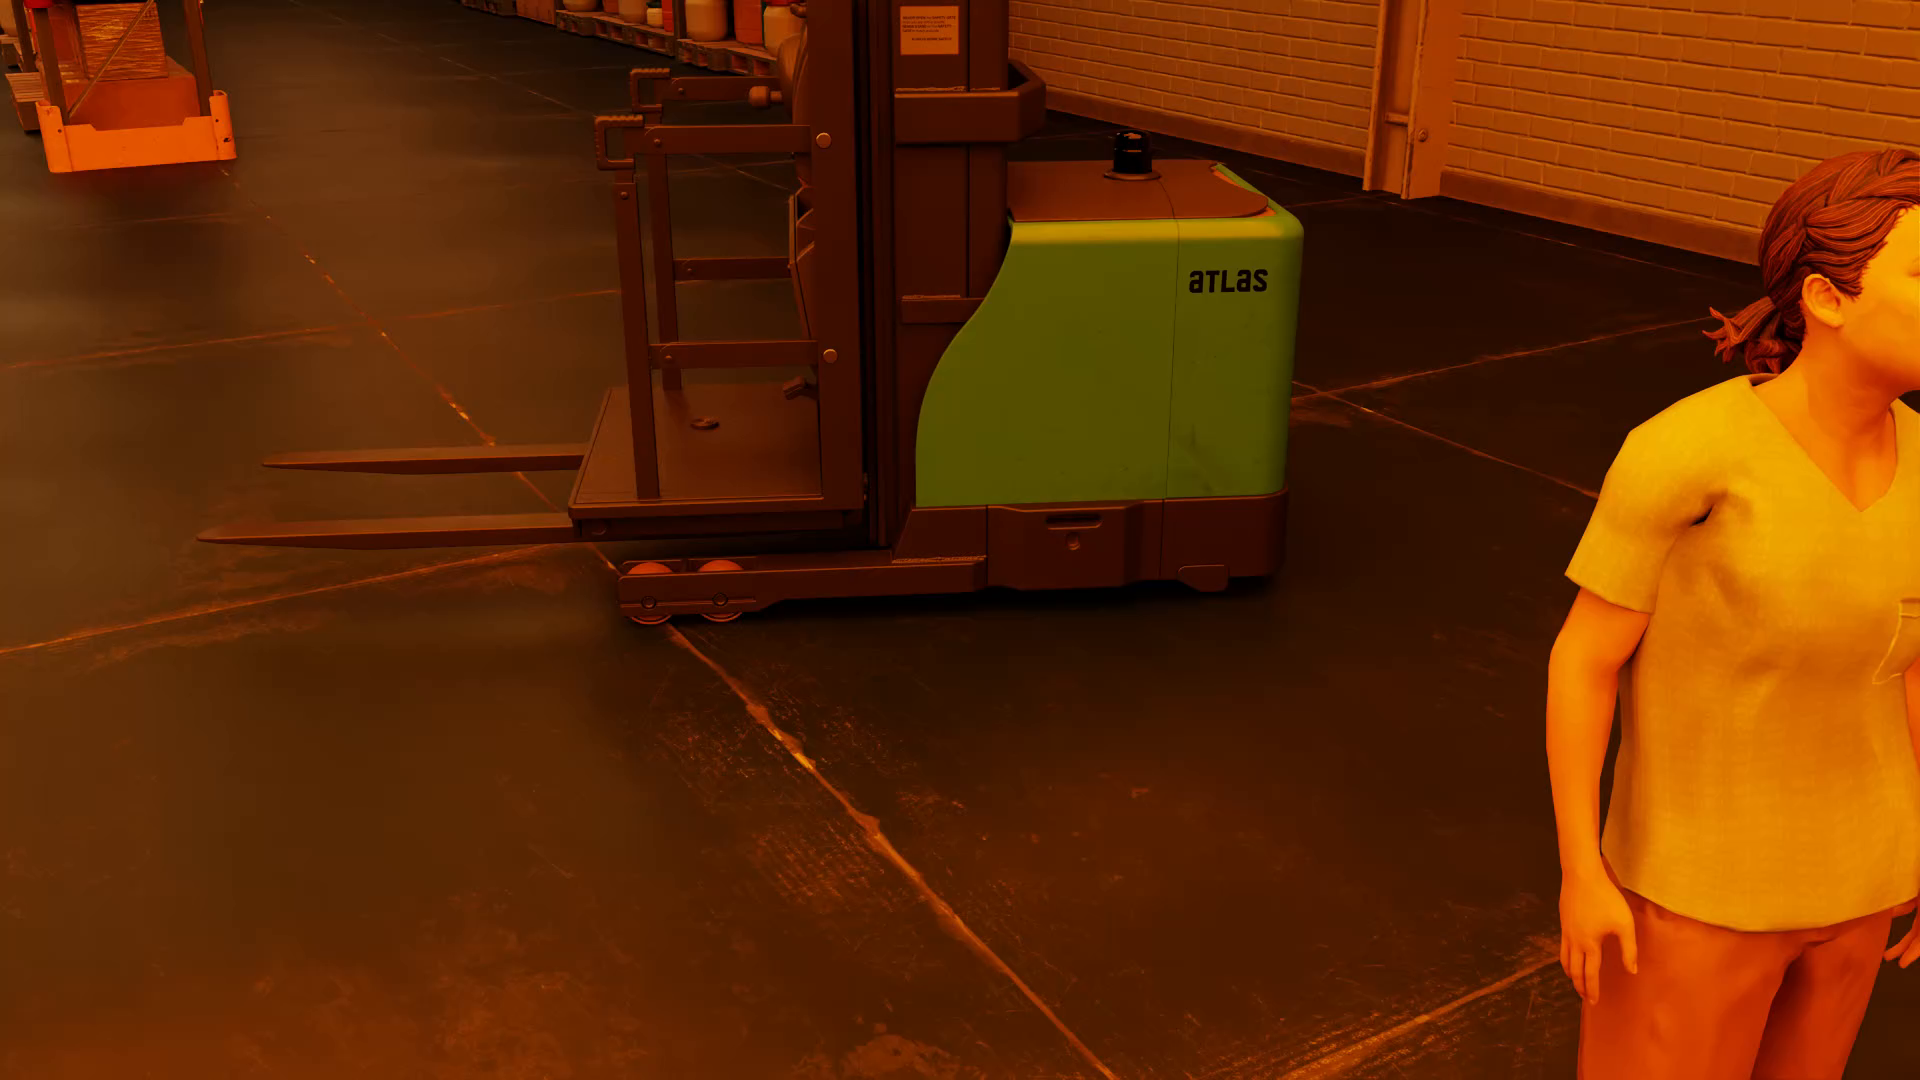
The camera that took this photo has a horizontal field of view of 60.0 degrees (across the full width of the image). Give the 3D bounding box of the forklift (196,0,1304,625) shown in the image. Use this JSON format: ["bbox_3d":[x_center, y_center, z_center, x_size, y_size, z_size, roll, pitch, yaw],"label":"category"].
[{"bbox_3d":[-0.619,-1.334,4.524,3.031,2.935,1.130,-2,22,-5],"label":"forklift"}]

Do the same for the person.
[{"bbox_3d":[0.930,0.435,1.865,0.554,1.660,0.532,-6,23,-14],"label":"person"}]
